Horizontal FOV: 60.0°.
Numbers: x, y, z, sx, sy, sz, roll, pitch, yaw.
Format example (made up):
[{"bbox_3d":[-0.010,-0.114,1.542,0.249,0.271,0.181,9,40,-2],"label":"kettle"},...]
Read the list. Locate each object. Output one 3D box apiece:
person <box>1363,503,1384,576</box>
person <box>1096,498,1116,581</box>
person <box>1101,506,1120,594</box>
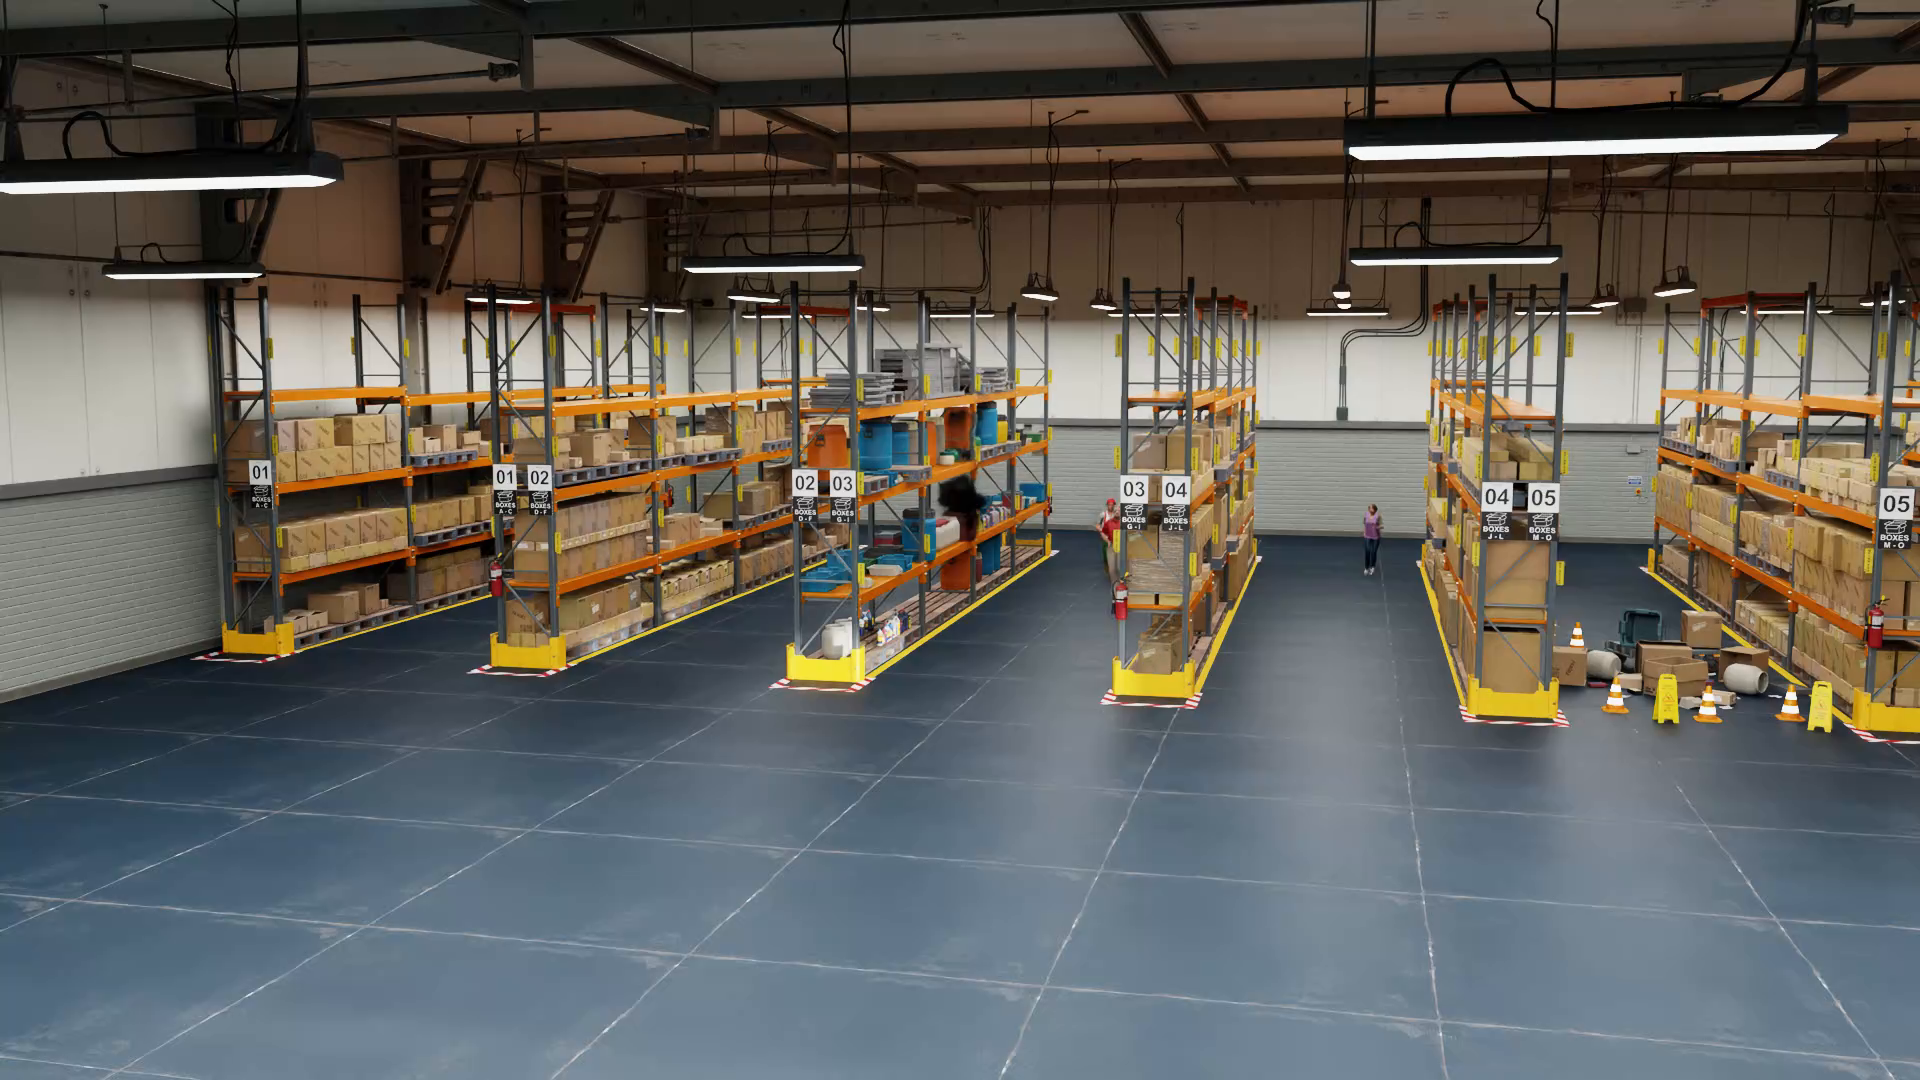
[{"bbox_3d":[9.126,0.001,36.784,0.506,1.638,0.697,3,7,21],"label":"person"},{"bbox_3d":[3.286,-0.023,36.181,0.657,1.771,0.863,0,7,1],"label":"person"},{"bbox_3d":[3.032,0.202,32.064,0.664,1.698,0.544,1,7,11],"label":"person"}]
